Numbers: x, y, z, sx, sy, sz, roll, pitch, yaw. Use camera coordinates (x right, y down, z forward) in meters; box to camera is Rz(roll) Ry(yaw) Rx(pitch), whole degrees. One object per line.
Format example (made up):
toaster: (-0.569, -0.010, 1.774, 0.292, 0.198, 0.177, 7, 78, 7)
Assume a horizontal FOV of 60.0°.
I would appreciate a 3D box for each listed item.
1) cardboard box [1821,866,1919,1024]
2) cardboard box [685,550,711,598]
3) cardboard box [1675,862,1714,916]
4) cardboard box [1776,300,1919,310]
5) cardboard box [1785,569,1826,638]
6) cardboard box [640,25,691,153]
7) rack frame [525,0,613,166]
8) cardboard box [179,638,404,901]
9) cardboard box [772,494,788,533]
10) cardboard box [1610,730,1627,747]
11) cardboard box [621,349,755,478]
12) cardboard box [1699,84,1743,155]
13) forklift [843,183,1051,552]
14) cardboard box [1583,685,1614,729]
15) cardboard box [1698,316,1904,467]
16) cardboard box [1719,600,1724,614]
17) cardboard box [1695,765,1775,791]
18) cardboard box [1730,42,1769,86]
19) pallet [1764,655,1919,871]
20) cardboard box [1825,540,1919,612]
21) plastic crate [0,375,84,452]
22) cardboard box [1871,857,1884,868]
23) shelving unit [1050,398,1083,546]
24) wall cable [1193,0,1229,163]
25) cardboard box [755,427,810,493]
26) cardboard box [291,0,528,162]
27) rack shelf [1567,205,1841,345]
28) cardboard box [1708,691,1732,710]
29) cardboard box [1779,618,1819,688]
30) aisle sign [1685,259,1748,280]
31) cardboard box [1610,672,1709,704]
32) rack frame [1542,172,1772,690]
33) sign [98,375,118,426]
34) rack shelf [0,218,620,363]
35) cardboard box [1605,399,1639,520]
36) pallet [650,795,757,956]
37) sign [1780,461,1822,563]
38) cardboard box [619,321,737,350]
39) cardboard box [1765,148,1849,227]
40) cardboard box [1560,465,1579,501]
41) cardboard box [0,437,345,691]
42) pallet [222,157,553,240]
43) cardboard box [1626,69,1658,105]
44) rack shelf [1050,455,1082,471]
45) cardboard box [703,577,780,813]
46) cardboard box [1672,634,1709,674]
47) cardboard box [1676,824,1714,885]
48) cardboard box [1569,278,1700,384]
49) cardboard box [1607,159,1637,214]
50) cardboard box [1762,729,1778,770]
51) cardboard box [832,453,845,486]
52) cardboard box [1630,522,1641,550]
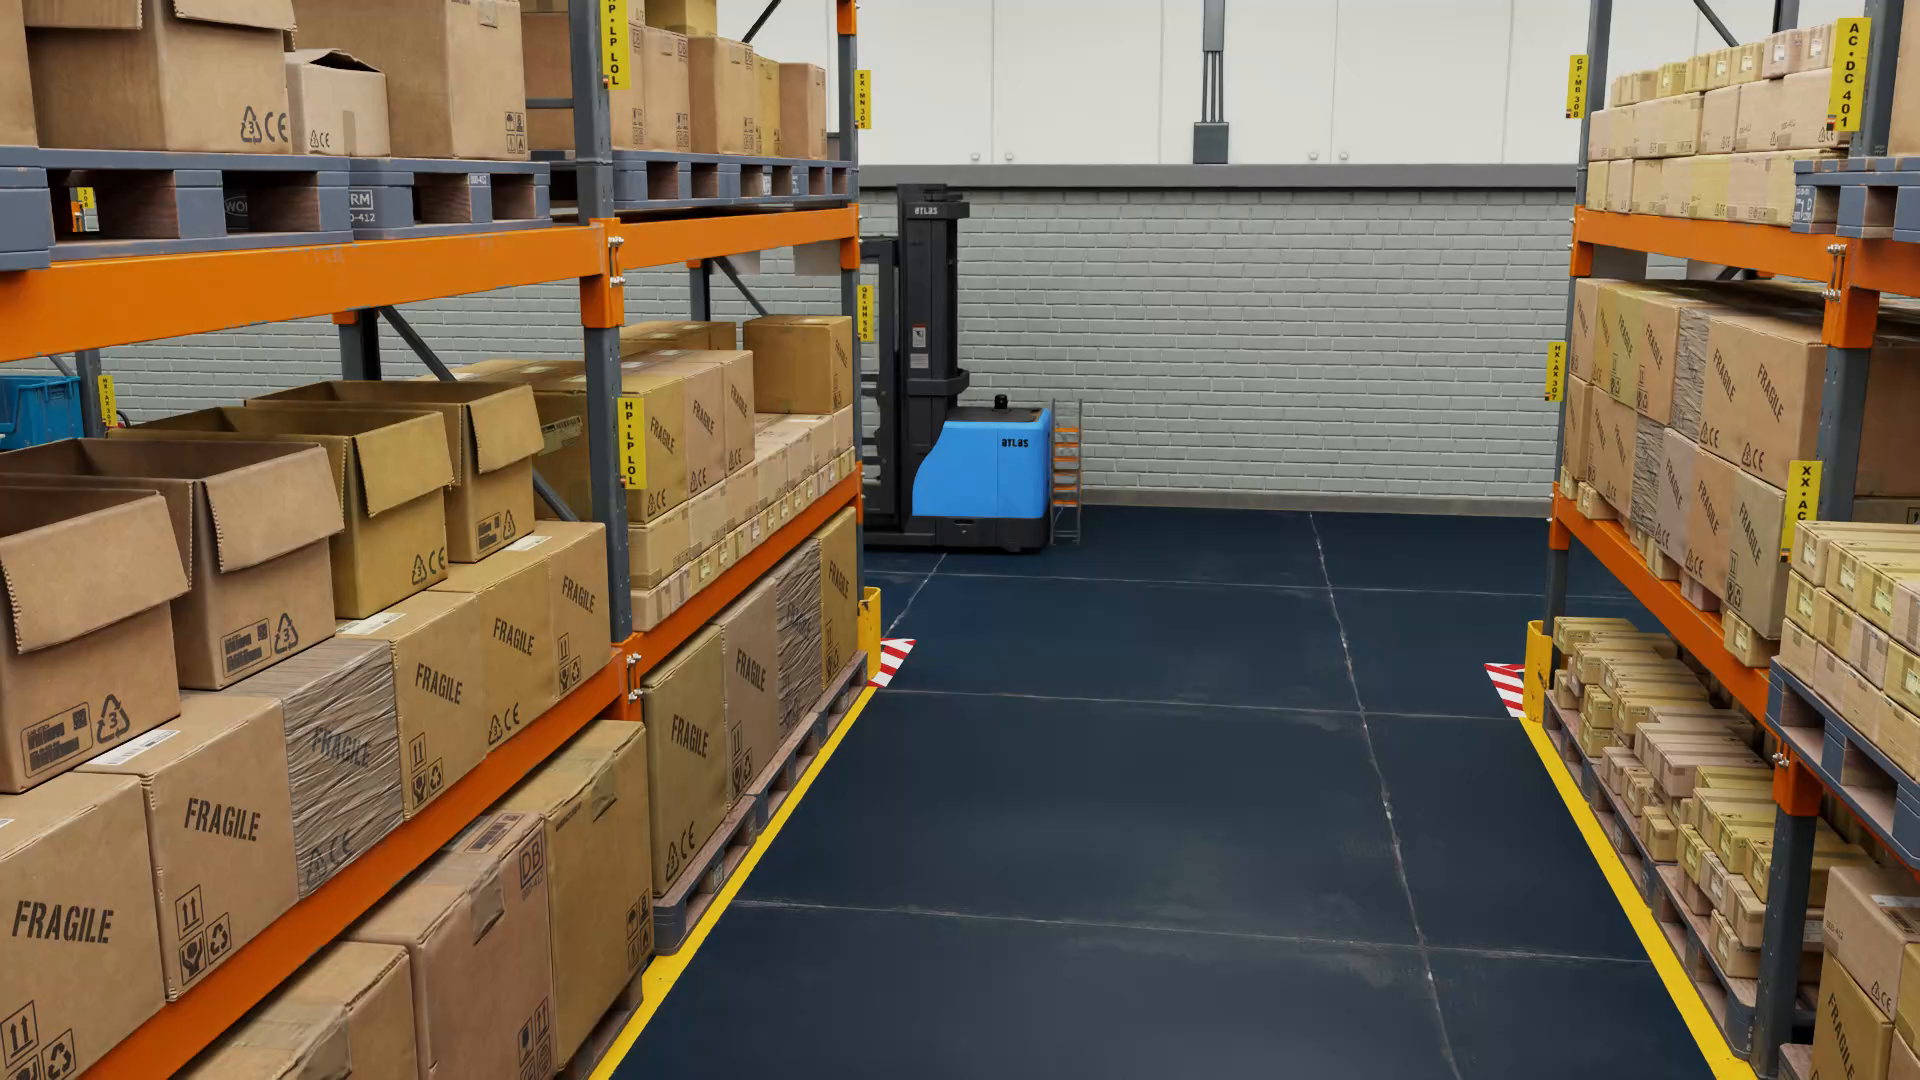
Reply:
cardboard box: (2.807, 1.148, 4.705, 0.500, 0.250, 0.500, 1, 12, 6)
cardboard box: (-1.249, 0.133, 6.853, 0.380, 0.149, 0.250, 2, 12, 11)
cardboard box: (3.005, 1.339, 6.429, 0.380, 0.149, 0.250, 1, 12, 7)
cardboard box: (3.745, -0.736, 6.972, 0.500, 0.500, 0.500, 1, 12, 7)
cardboard box: (2.667, 0.191, 4.879, 0.380, 0.149, 0.250, 2, 12, 10)
cardboard box: (-1.556, -1.876, 6.985, 0.700, 0.500, 0.500, 3, 12, 12)
rack frame: (-1.704, -2.762, 5.450, 1.000, 3.000, 0.127, 2, 12, 9)
cardboard box: (-1.744, 0.544, 4.113, 0.500, 0.500, 0.500, 2, 12, 9)
cardboard box: (-1.053, -0.136, 8.103, 0.380, 0.149, 0.250, 2, 12, 10)
cardboard box: (3.317, 1.021, 7.904, 0.380, 0.149, 0.250, 2, 12, 9)
cardboard box: (-1.219, -0.570, 7.390, 0.500, 0.500, 0.500, 1, 12, 7)
cardboard box: (3.169, -1.606, 6.375, 0.500, 0.250, 0.500, 2, 12, 11)
forklift: (-0.771, -1.447, 13.751, 3.031, 2.935, 1.130, 2, 12, 7)
cardboard box: (3.268, 0.822, 8.123, 0.380, 0.149, 0.250, 2, 12, 10)
cardboard box: (3.061, -0.545, 6.087, 0.500, 0.500, 0.500, 1, 12, 7)
cardboard box: (3.134, 0.246, 6.330, 0.380, 0.149, 0.250, 2, 12, 7)
cardboard box: (3.128, 1.009, 6.549, 0.380, 0.149, 0.250, 2, 12, 11)
cardboard box: (3.112, -1.771, 6.196, 0.380, 0.149, 0.250, 1, 12, 6)
pallet: (2.920, 0.600, 4.543, 1.003, 0.211, 1.213, 2, 12, 9)
cardboard box: (2.630, 0.104, 4.577, 0.380, 0.149, 0.250, 2, 12, 10)
plastic crate: (-5.849, -0.794, 10.329, 0.616, 0.435, 0.499, 2, 12, 9)
cardboard box: (3.504, 1.274, 6.024, 0.380, 0.149, 0.250, 2, 12, 9)
shelving unit: (0.877, -0.561, 13.747, 0.258, 1.200, 0.189, 1, 12, 6)
wall cable: (3.187, -6.233, 13.919, 2.277, 5.999, 0.120, 2, 12, 9)
cardboard box: (-1.057, -0.413, 8.441, 0.500, 0.250, 0.500, 1, 12, 7)
cardboard box: (-1.783, -1.429, 5.150, 0.700, 0.500, 0.500, 2, 12, 10)
rack shelf: (3.489, -1.179, 6.931, 1.077, 0.370, 4.000, 2, 12, 9)
cardboard box: (3.777, 0.842, 8.029, 0.380, 0.149, 0.250, 2, 12, 8)
cardboard box: (2.667, 0.337, 4.910, 0.380, 0.149, 0.250, 1, 12, 6)
aisle sign: (4.105, -1.757, 8.854, 0.394, 0.787, 0.004, 2, 12, 9)
cardboard box: (3.283, 0.736, 7.814, 0.380, 0.149, 0.250, 2, 12, 11)
rack frame: (3.797, -0.480, 9.103, 1.000, 3.000, 0.127, 2, 12, 9)
sign: (-5.437, -0.888, 10.607, 0.100, 0.325, 0.005, 2, 12, 9)
rack shelf: (-2.011, -0.528, 3.910, 1.077, 0.370, 4.000, 2, 12, 9)
cardboard box: (3.310, -0.376, 7.677, 0.500, 0.500, 0.500, 2, 12, 9)
pallet: (-1.509, 1.378, 7.099, 1.003, 0.211, 1.213, 2, 12, 9)
sign: (2.644, -0.087, 5.222, 0.100, 0.325, 0.005, 2, 12, 9)
cardboard box: (-1.506, -0.906, 8.946, 0.500, 0.500, 0.500, 2, 12, 7)
cardboard box: (2.990, -1.152, 5.454, 0.500, 0.250, 0.500, 2, 12, 10)
cardboard box: (3.423, -0.301, 8.866, 0.380, 0.149, 0.250, 2, 12, 8)
cardboard box: (-1.991, 0.037, 4.084, 0.797, 0.503, 0.637, 2, 12, 10)
pallet: (-1.796, -1.010, 4.894, 0.805, 0.209, 1.217, 1, 12, 6)
cardboard box: (3.313, -2.096, 7.700, 0.380, 0.149, 0.250, 2, 12, 9)
rack shelf: (0.877, -0.635, 13.732, 0.258, 0.103, 0.180, 1, 12, 6)
cardboard box: (-1.385, 0.682, 7.757, 0.875, 0.875, 0.875, 2, 12, 9)
cardboard box: (3.870, 0.586, 8.513, 0.380, 0.149, 0.250, 2, 12, 10)
cardboard box: (2.969, 1.206, 6.341, 0.380, 0.149, 0.250, 1, 12, 7)
cardboard box: (3.466, -1.079, 8.562, 0.500, 0.500, 0.500, 2, 12, 8)
cardboard box: (3.390, -1.679, 7.899, 0.500, 0.250, 0.500, 2, 12, 10)
cardboard box: (3.628, 0.910, 7.008, 0.380, 0.149, 0.250, 1, 12, 6)
cardboard box: (-0.856, -0.400, 9.328, 0.380, 0.149, 0.250, 2, 12, 9)
cardboard box: (3.294, -0.028, 7.598, 0.380, 0.149, 0.250, 2, 12, 8)
